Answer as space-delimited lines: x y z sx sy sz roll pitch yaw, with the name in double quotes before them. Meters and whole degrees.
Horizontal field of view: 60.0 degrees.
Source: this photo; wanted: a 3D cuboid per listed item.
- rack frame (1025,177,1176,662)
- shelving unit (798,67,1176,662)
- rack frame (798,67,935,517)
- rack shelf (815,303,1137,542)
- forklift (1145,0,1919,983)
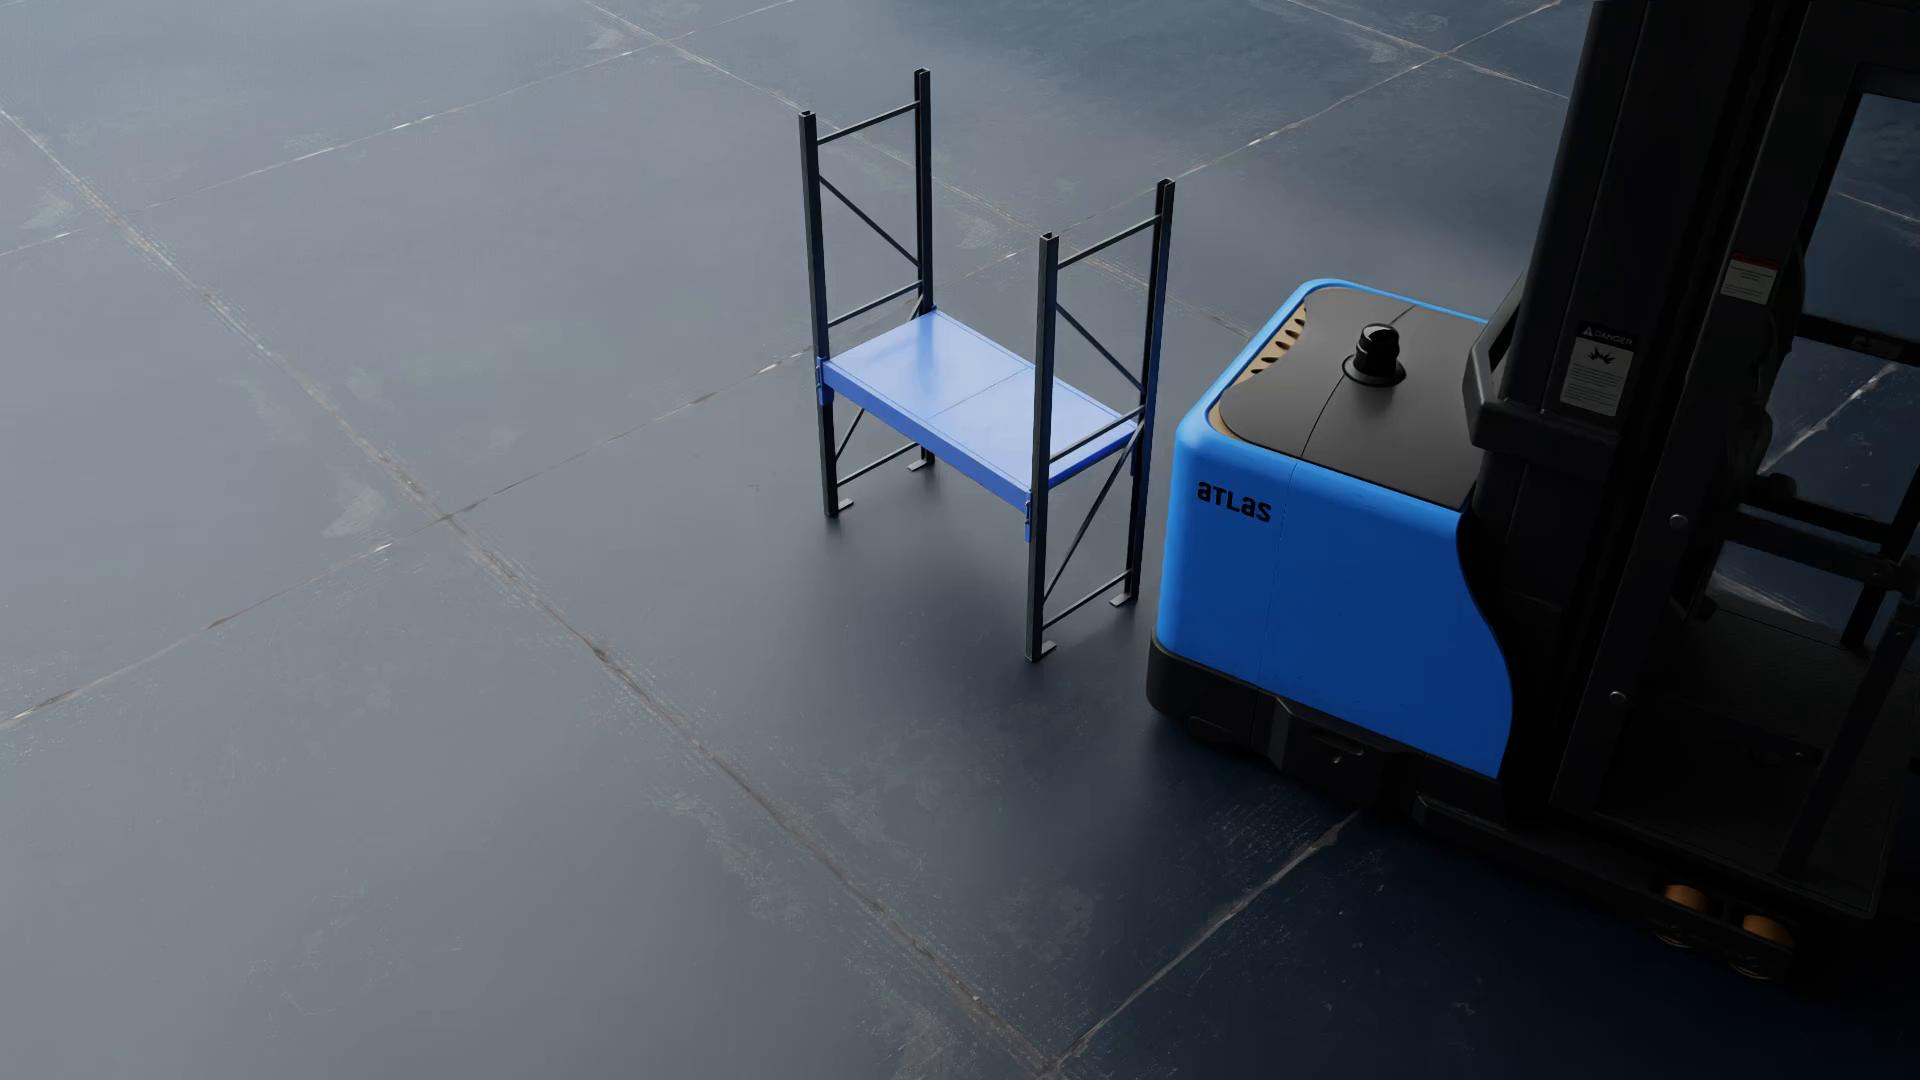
"rack frame" 0.402 -0.309 4.939 0.500 1.500 0.032 -30 48 -32
"shelving unit" 0.058 -0.544 5.230 0.538 1.500 1.048 -30 48 -32
"rack frame" -0.286 -0.779 5.521 0.500 1.500 0.032 -30 48 -32
"rack shelf" 0.058 -0.404 5.343 0.538 0.185 1.000 -30 48 -32
"forklift" 2.091 -0.383 3.891 3.031 2.935 1.130 21 43 24
